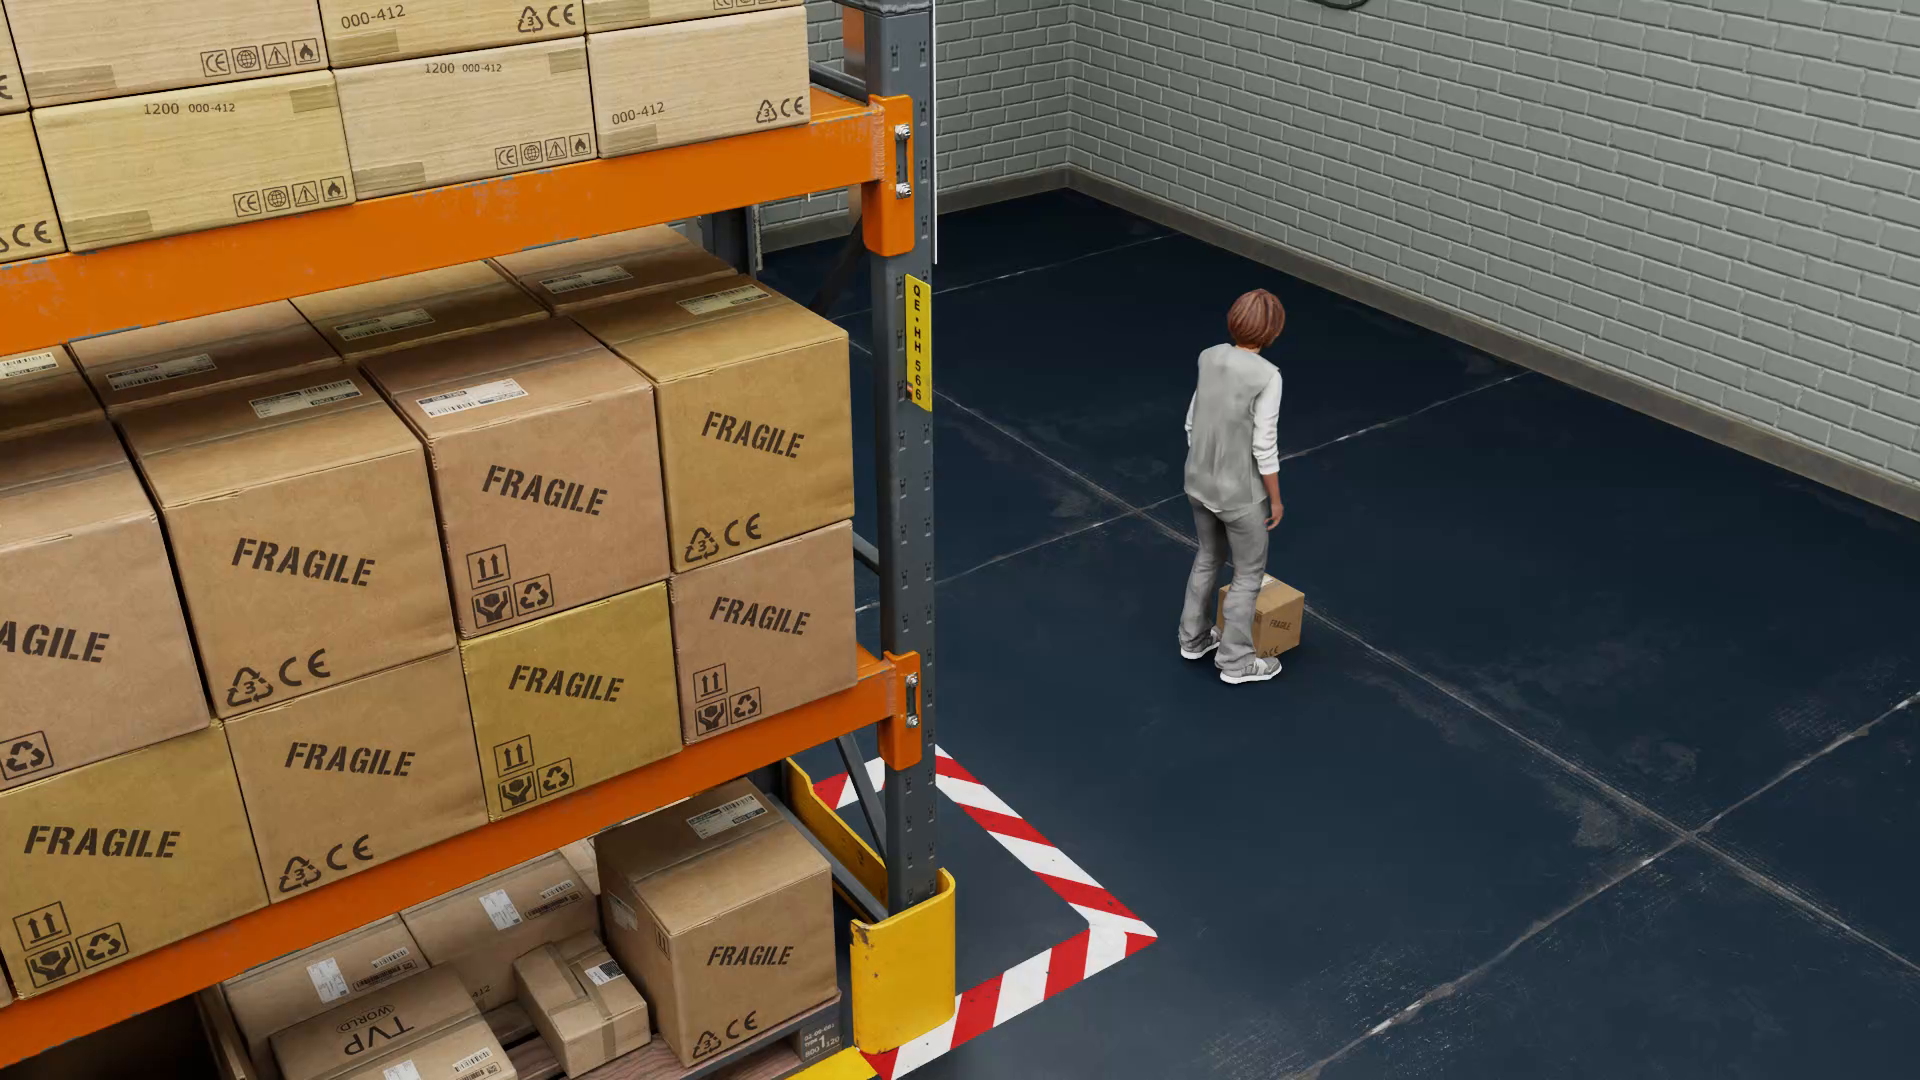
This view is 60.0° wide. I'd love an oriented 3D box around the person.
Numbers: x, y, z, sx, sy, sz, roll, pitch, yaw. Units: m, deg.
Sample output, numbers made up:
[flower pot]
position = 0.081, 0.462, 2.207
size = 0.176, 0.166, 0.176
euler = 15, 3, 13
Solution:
[person]
position = 1.065, -0.193, 6.497
size = 0.350, 1.581, 0.471
euler = -20, 34, -31
